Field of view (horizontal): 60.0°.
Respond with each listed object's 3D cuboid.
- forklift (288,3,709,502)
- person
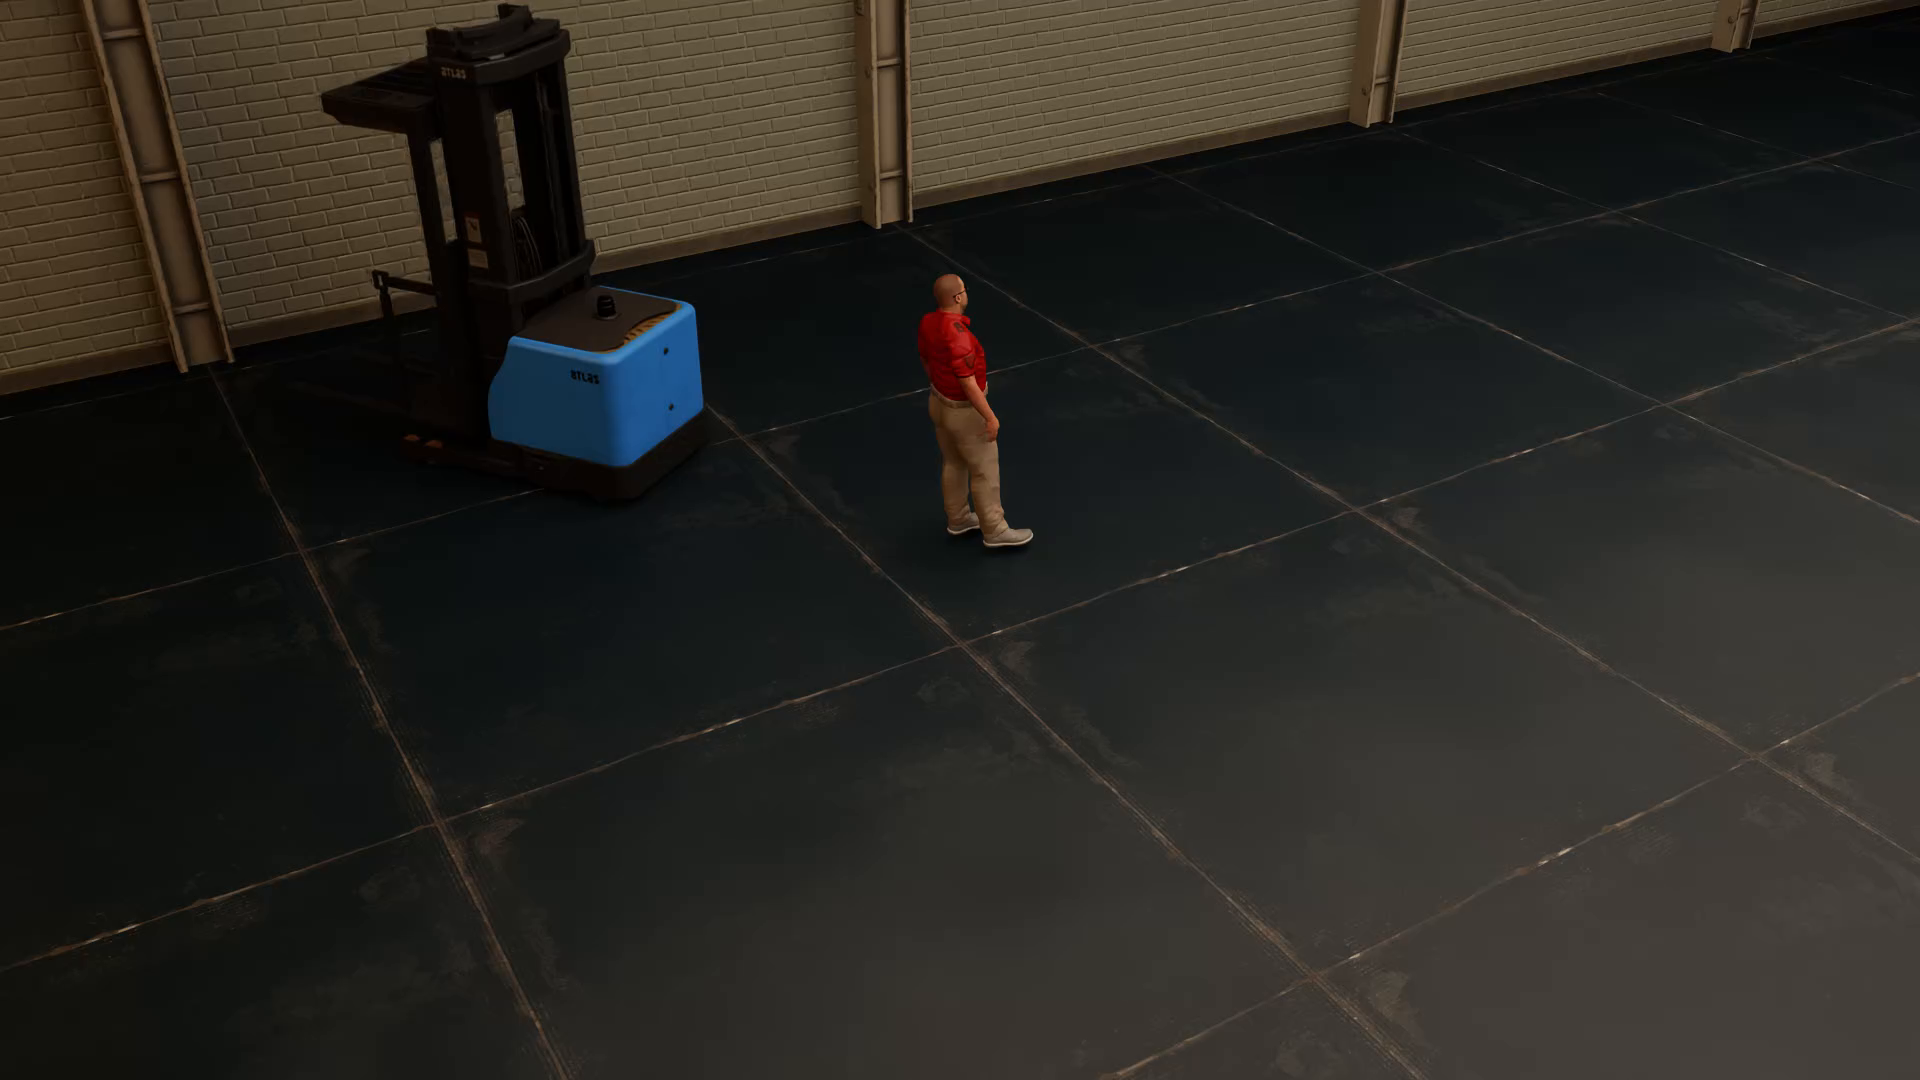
[{"bbox_3d":[-3.304,-2.003,10.991,3.031,2.935,1.130,13,33,21],"label":"forklift"},{"bbox_3d":[0.083,-0.802,10.062,0.550,1.727,0.641,-17,35,-26],"label":"person"}]
